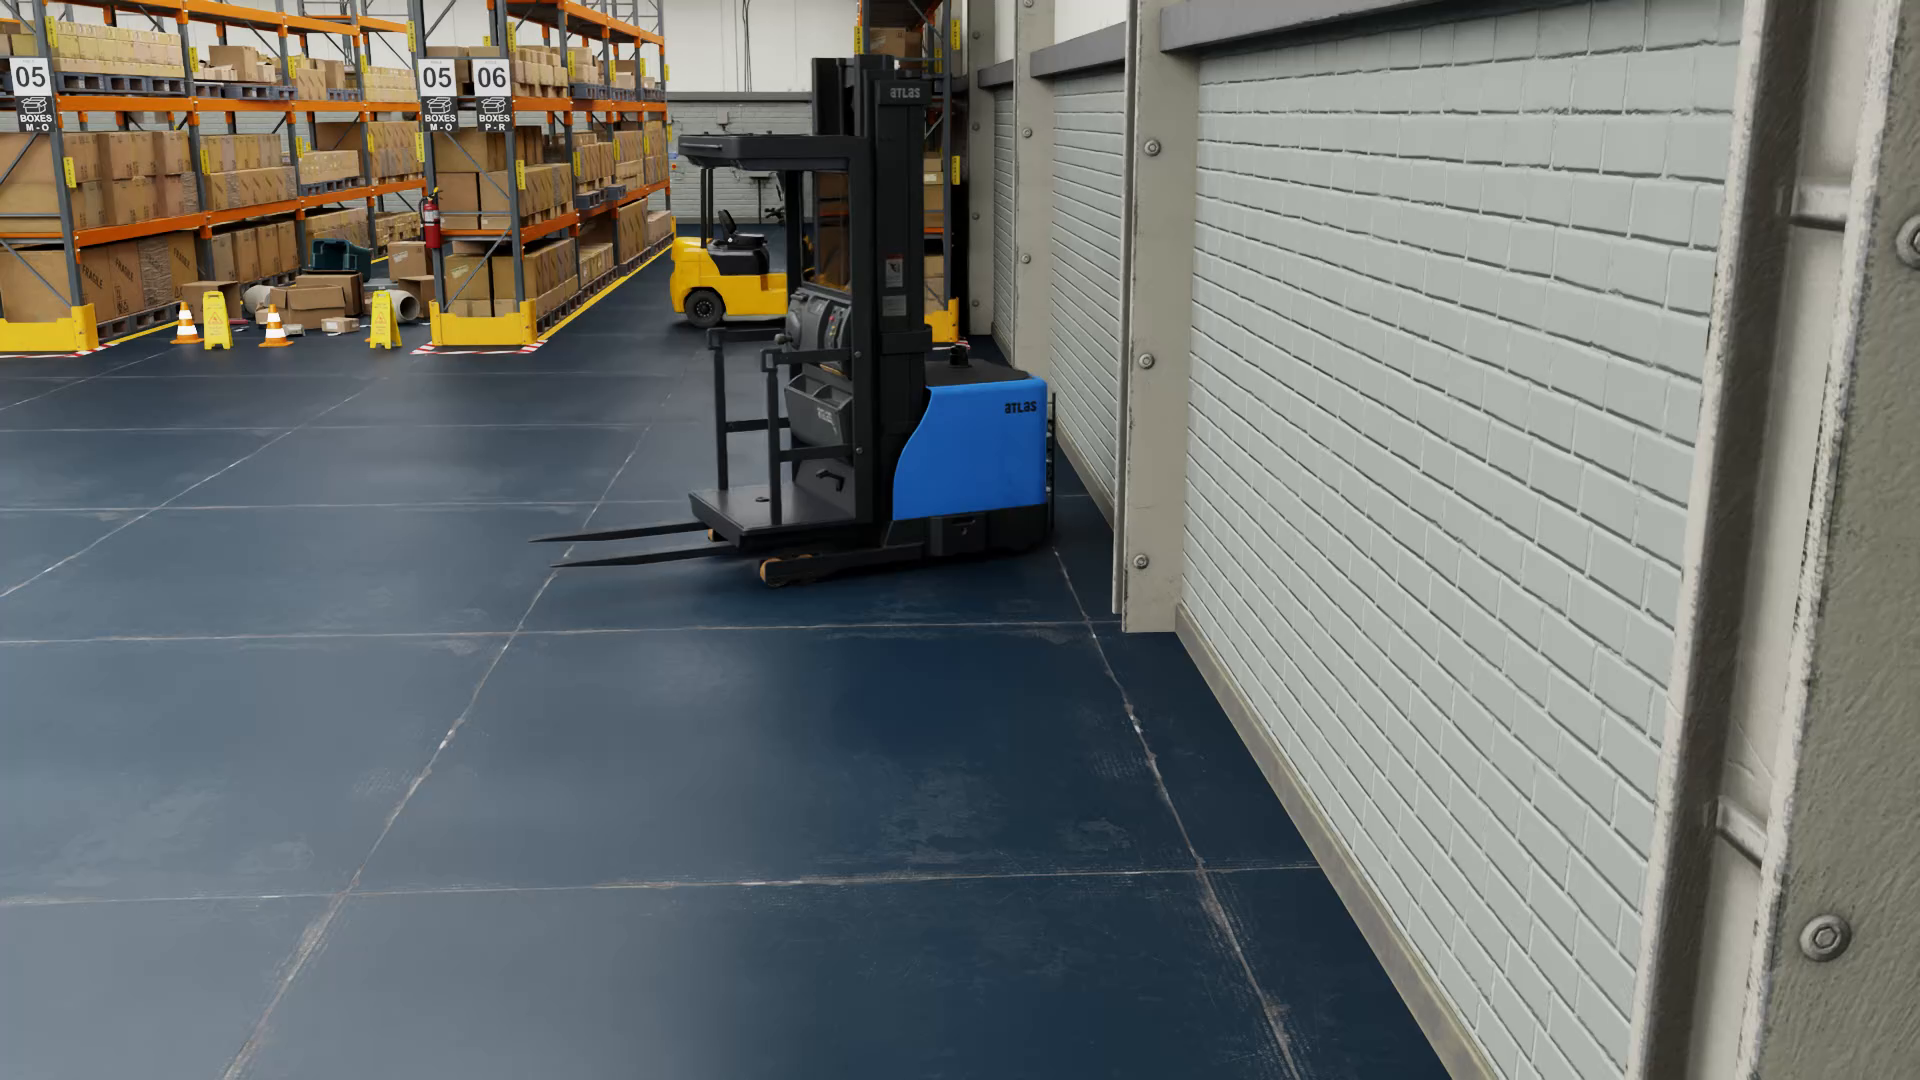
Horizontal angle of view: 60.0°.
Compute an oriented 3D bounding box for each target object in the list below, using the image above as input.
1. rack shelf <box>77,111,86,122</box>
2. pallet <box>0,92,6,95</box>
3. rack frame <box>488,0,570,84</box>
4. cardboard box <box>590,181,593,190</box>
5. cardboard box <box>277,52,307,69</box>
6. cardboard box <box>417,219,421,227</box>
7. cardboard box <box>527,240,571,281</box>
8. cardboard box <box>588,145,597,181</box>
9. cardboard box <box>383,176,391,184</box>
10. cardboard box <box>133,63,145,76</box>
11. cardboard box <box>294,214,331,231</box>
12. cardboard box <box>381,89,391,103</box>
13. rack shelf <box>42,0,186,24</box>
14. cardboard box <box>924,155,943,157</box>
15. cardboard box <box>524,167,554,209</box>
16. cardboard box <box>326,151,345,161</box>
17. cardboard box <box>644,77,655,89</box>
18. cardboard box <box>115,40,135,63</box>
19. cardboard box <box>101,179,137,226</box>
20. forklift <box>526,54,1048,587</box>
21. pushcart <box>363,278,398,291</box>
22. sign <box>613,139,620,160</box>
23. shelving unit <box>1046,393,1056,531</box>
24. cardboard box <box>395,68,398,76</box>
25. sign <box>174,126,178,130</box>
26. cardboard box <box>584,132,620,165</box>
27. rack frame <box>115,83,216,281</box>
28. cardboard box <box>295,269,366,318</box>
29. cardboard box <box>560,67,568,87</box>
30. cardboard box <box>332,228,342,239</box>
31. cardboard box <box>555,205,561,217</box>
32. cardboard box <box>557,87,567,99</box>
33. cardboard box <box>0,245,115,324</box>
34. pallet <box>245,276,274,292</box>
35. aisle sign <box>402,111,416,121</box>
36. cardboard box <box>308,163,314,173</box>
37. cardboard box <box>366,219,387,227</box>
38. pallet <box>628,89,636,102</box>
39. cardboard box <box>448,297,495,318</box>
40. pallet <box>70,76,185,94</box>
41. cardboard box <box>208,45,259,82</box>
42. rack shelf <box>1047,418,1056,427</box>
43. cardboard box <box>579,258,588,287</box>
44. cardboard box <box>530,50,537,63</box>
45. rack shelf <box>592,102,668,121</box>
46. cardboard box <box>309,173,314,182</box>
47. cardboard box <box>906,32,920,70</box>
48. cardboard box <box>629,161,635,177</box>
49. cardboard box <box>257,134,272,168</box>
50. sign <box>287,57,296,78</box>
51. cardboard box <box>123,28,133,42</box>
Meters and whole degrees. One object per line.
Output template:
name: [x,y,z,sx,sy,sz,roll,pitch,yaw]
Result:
rack shelf: [-16.072,-7.181,27.841,1.077,0.370,4.000,-1,14,-3]
pallet: [-16.041,-7.100,26.461,1.213,0.211,1.003,0,14,-1]
rack frame: [-5.809,-7.643,22.173,1.000,3.000,0.127,-1,14,-3]
cardboard box: [-5.616,-5.219,24.454,0.380,0.149,0.250,-1,14,-3]
cardboard box: [-10.773,-7.736,26.816,0.396,0.266,0.258,-1,14,-3]
cardboard box: [-11.169,-6.460,33.897,0.380,0.149,0.250,-1,14,-5]
cardboard box: [-5.472,-3.703,22.070,0.500,0.500,0.500,-1,14,-2]
cardboard box: [-5.601,-5.502,24.251,0.500,0.500,0.500,-1,14,-4]
cardboard box: [-11.051,-6.840,31.593,0.380,0.149,0.250,-1,14,-2]
cardboard box: [-10.321,-5.817,20.554,0.380,0.149,0.250,-1,14,-4]
cardboard box: [-10.824,-5.288,27.729,0.500,0.250,0.500,-1,14,-4]
cardboard box: [-11.057,-8.379,31.355,0.500,0.250,0.500,0,14,-1]
rack shelf: [-10.620,-6.502,19.984,1.077,0.370,4.000,-1,14,-3]
cardboard box: [-0.388,-4.739,20.824,0.380,0.149,0.250,-1,14,-5]
cardboard box: [-5.422,-4.439,20.963,0.500,0.500,0.500,-1,14,-5]
cardboard box: [-10.971,-6.702,29.023,0.380,0.149,0.250,-1,14,-4]
cardboard box: [-6.435,-9.243,33.670,0.500,0.250,0.500,-2,15,-9]
cardboard box: [-10.364,-5.918,20.147,0.500,0.250,0.500,-1,14,-4]
cardboard box: [-10.529,-4.083,20.075,0.875,0.550,0.550,-1,14,-3]
forklift: [-1.015,-1.300,9.695,3.031,2.935,1.130,-7,16,-25]
pushcart: [-8.082,-3.420,23.062,1.648,0.377,0.936,-6,16,-23]
sign: [-5.516,-6.266,26.694,0.100,0.325,0.005,-1,14,-3]
shelving unit: [0.454,-0.509,10.698,0.258,0.900,0.210,-7,16,-26]
cardboard box: [-11.159,-9.103,32.364,0.380,0.149,0.250,-1,14,-5]
sign: [-15.901,-8.249,33.770,0.100,0.325,0.005,-1,14,-3]
cardboard box: [-5.844,-6.392,27.141,0.500,0.500,0.500,-1,14,-5]
rack frame: [-10.744,-4.636,22.525,1.000,3.000,0.127,-1,14,-3]
cardboard box: [-8.263,-3.230,21.797,0.797,0.637,0.503,-1,14,-3]
cardboard box: [-5.513,-6.156,22.116,0.500,0.250,0.500,-1,14,-4]
cardboard box: [-10.852,-5.056,28.332,0.500,0.500,0.500,-1,14,-5]
cardboard box: [-5.419,-4.288,21.677,0.380,0.149,0.250,-1,14,-4]
cardboard box: [-5.485,-5.995,22.291,0.380,0.149,0.250,-1,14,-3]
cardboard box: [-10.604,-2.983,19.523,0.875,0.875,0.875,-1,14,-3]
pallet: [-10.945,-3.781,24.796,1.003,0.211,1.213,-1,14,-3]
aisle sign: [-11.192,-8.902,33.889,0.394,0.787,0.004,-1,14,-3]
cardboard box: [-10.860,-6.114,27.333,0.380,0.149,0.250,-1,14,-5]
cardboard box: [-11.115,-6.021,31.594,0.380,0.149,0.250,-1,14,-5]
pallet: [-6.199,-7.860,29.420,0.805,0.209,1.217,-1,15,-6]
cardboard box: [-5.882,-2.817,20.132,0.500,0.250,0.500,-1,14,-4]
pallet: [-10.703,-5.842,21.371,1.003,0.211,1.213,-1,14,-3]
cardboard box: [-10.604,-6.956,24.277,0.500,0.500,0.500,-1,14,-3]
rack shelf: [0.454,-0.738,10.639,0.258,0.077,0.200,-7,16,-26]
cardboard box: [-5.844,-3.799,23.702,0.950,0.372,0.625,-1,14,-3]
cardboard box: [-5.352,-5.867,20.194,0.380,0.149,0.250,0,14,-2]
rack shelf: [-6.429,-8.329,32.302,1.077,0.370,4.000,-1,14,-3]
cardboard box: [-10.851,-5.961,27.335,0.380,0.149,0.250,0,14,-1]
cardboard box: [-0.842,-5.936,20.313,0.700,0.500,0.500,-1,14,-3]
cardboard box: [-5.910,-6.411,28.721,0.500,0.250,0.500,-1,14,-2]
cardboard box: [-10.941,-5.926,25.331,0.700,0.500,0.500,-1,14,-4]
sign: [-10.437,-7.379,25.969,0.100,0.325,0.005,-1,14,-3]
cardboard box: [-10.308,-6.141,20.216,0.380,0.149,0.250,-1,14,-3]
